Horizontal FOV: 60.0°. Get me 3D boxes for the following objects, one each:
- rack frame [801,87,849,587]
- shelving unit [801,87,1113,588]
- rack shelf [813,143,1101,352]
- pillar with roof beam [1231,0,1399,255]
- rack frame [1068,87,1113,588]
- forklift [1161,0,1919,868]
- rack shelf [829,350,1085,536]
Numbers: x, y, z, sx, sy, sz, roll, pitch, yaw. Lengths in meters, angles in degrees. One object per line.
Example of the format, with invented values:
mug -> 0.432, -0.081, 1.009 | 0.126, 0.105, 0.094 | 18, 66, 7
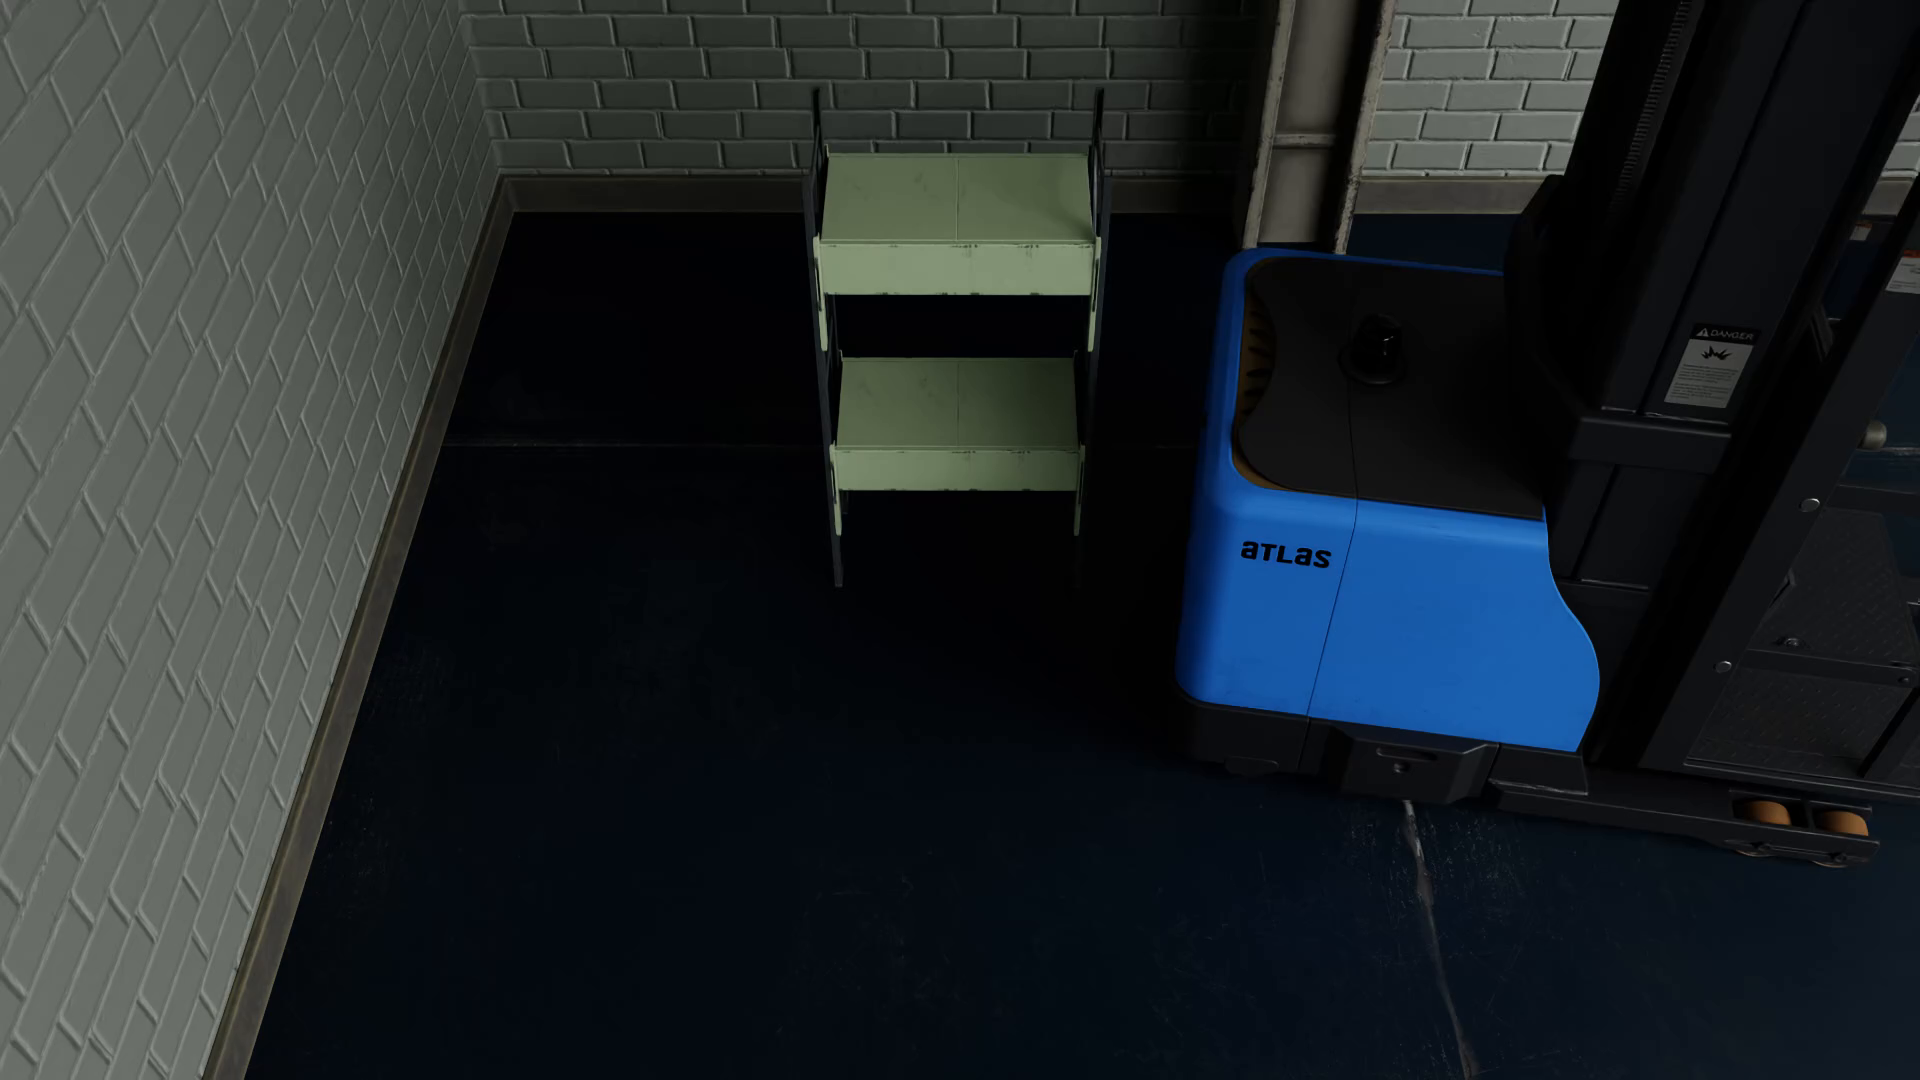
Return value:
rack frame -> -0.373, -0.512, 4.702 | 0.023, 1.500, 0.400 | 0, 47, 0
shelving unit -> -0.007, -0.511, 4.701 | 0.755, 1.500, 0.431 | 0, 47, 0
rack shelf -> -0.007, -0.777, 4.415 | 0.720, 0.370, 0.431 | 0, 47, 0
pillar with roof beam -> 1.231, -1.091, 0.117 | 0.400, 9.000, 9.100 | 0, 47, 0
rack frame -> 0.359, -0.510, 4.700 | 0.023, 1.500, 0.400 | 0, 47, 0
forklift -> 2.130, -0.548, 3.758 | 3.031, 2.935, 1.130 | 7, 47, 7
rack shelf -> -0.007, -0.289, 4.940 | 0.720, 0.370, 0.431 | 0, 47, 0
